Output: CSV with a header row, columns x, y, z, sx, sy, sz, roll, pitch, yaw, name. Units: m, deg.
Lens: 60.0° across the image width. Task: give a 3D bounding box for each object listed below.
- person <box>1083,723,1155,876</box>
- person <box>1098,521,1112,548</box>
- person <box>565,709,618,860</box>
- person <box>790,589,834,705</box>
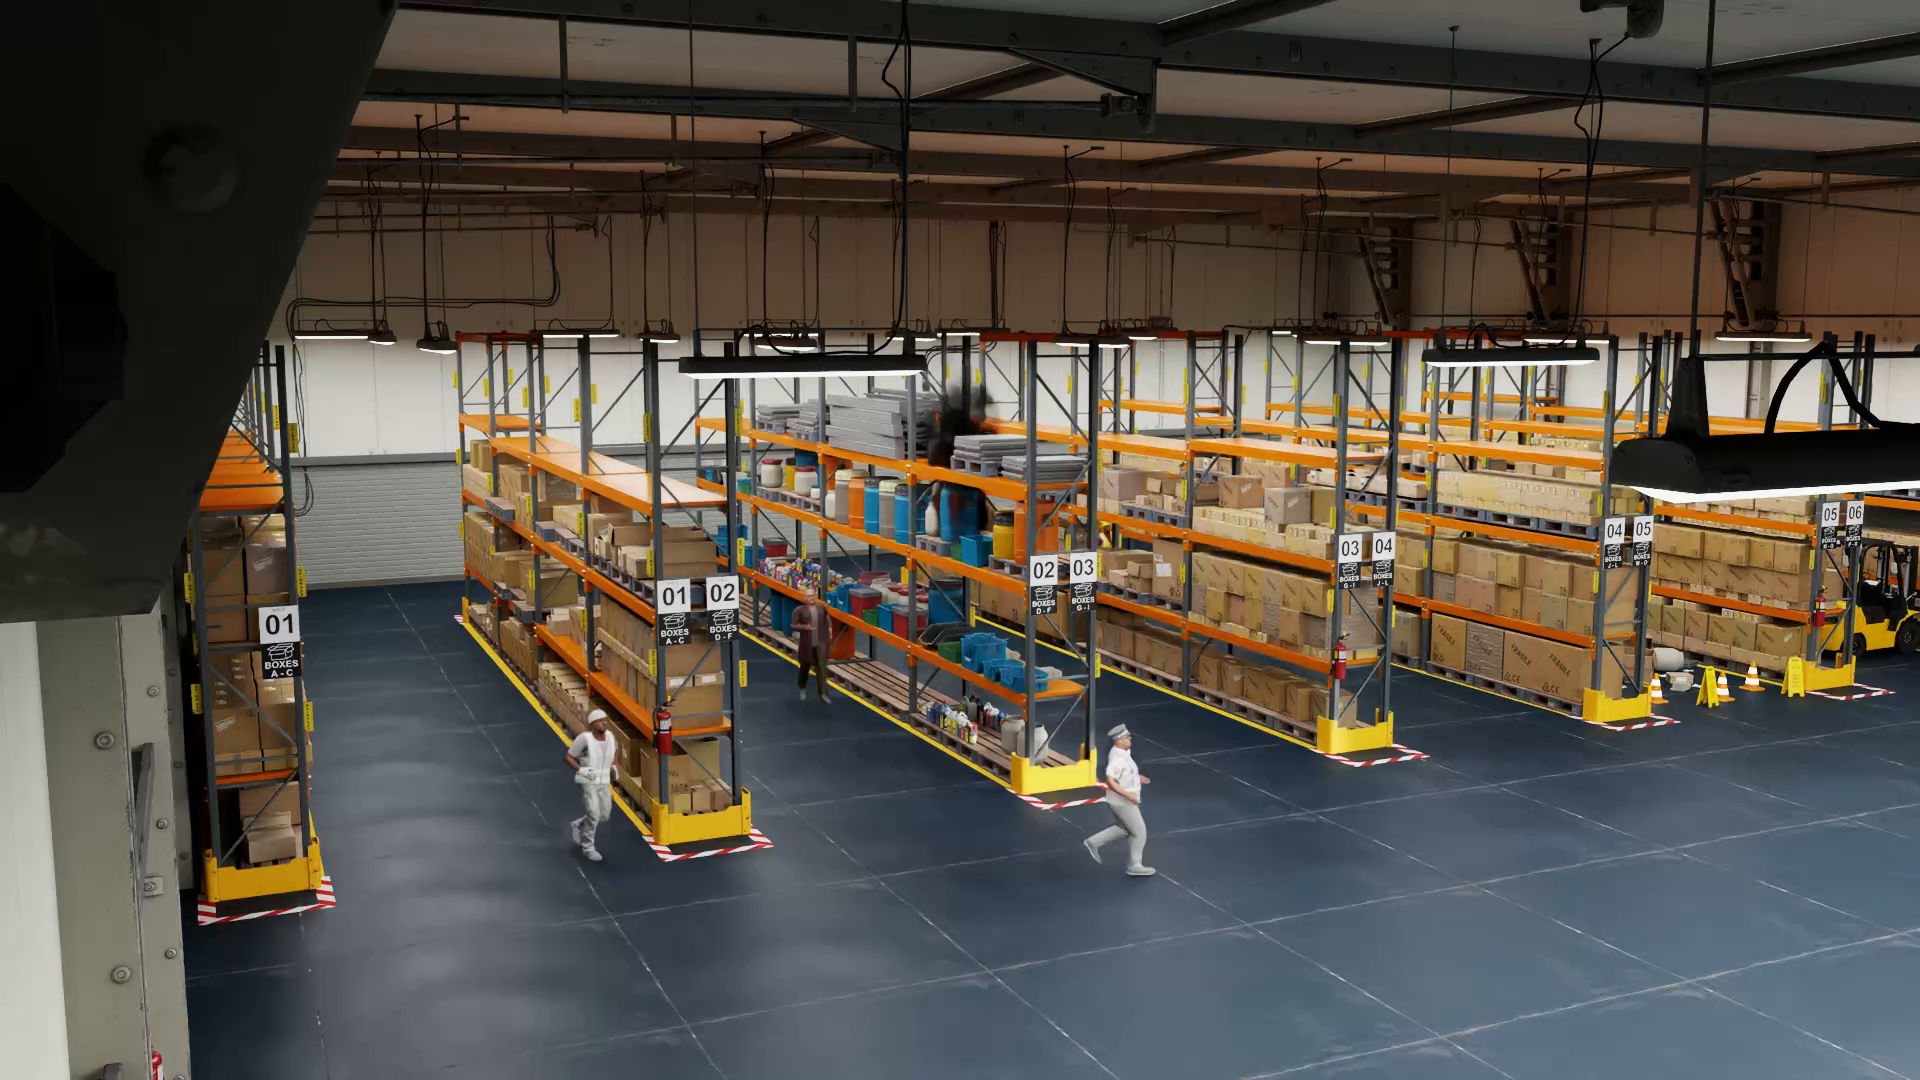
x,y,z,sx,sy,sz,roll,pitch,yaw,name
1.824,2.935,18.847,0.800,1.746,0.675,0,8,2,person
3.354,0.409,37.467,0.720,1.708,0.780,-3,8,-19,person
-4.318,2.853,19.633,0.610,1.728,0.719,7,10,42,person
-2.295,1.677,26.104,0.732,1.824,1.097,-3,8,-19,person
